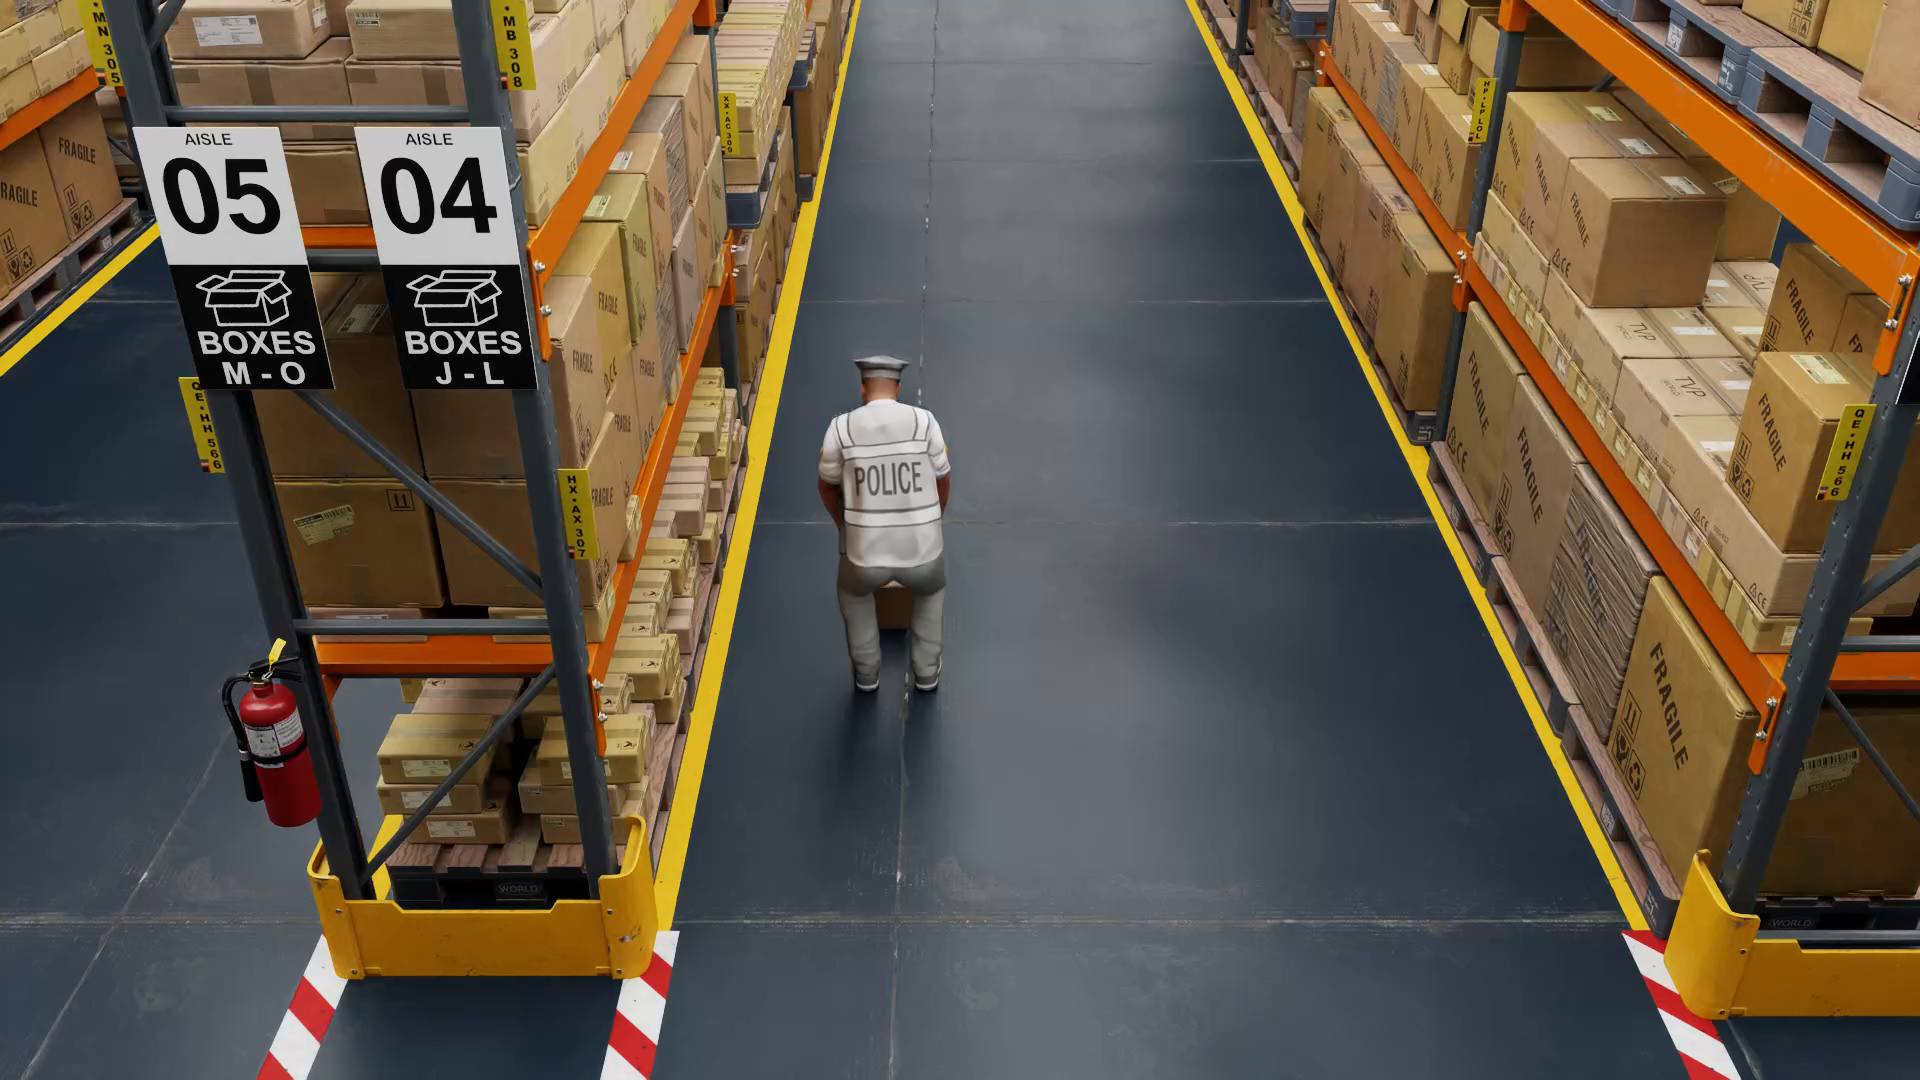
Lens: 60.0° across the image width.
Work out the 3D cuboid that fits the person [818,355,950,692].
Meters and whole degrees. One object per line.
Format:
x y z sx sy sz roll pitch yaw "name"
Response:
-0.336 -0.042 7.428 0.587 1.523 0.729 -1 31 -1 "person"
